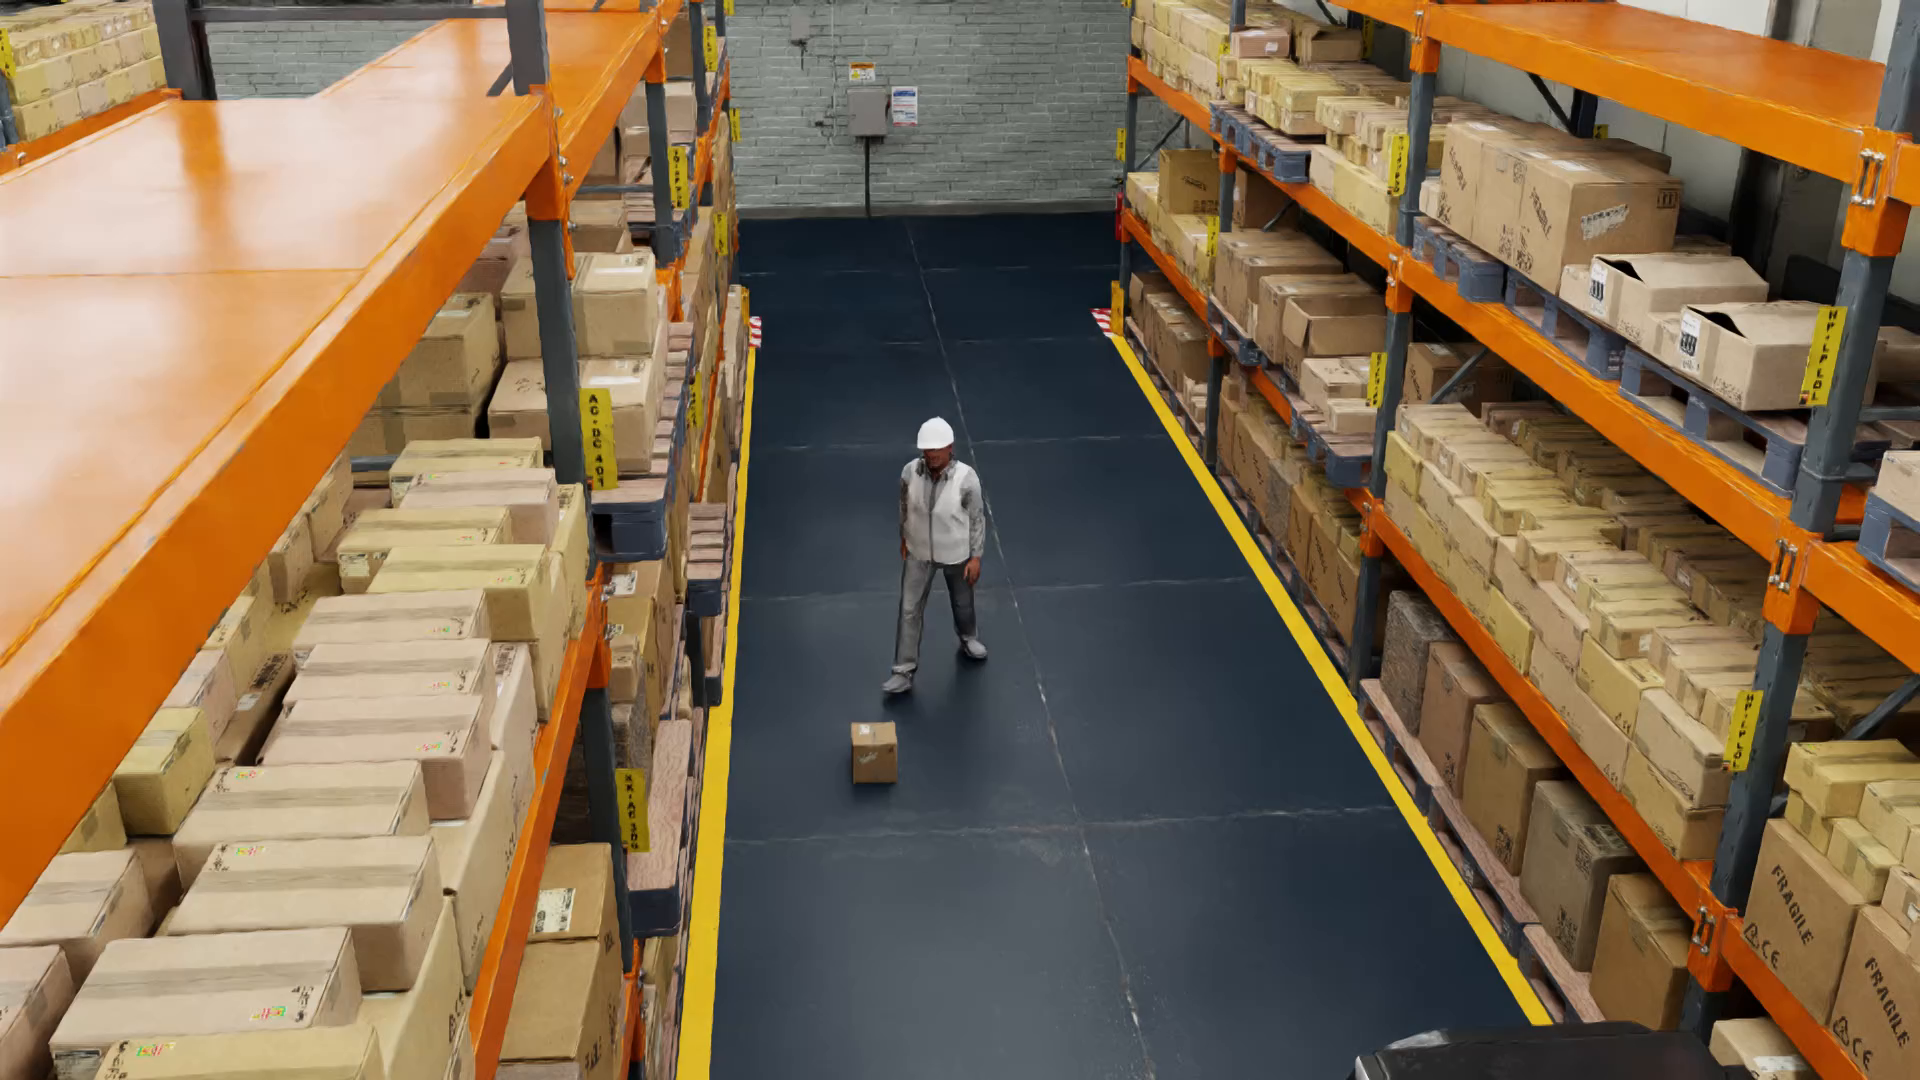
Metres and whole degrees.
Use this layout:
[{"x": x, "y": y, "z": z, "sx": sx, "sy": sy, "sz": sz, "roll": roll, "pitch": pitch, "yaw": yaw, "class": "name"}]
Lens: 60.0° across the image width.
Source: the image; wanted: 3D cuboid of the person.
[{"x": -0.130, "y": 0.064, "z": 10.188, "sx": 0.582, "sy": 1.735, "sz": 0.945, "roll": 6, "pitch": 24, "yaw": 13, "class": "person"}]
